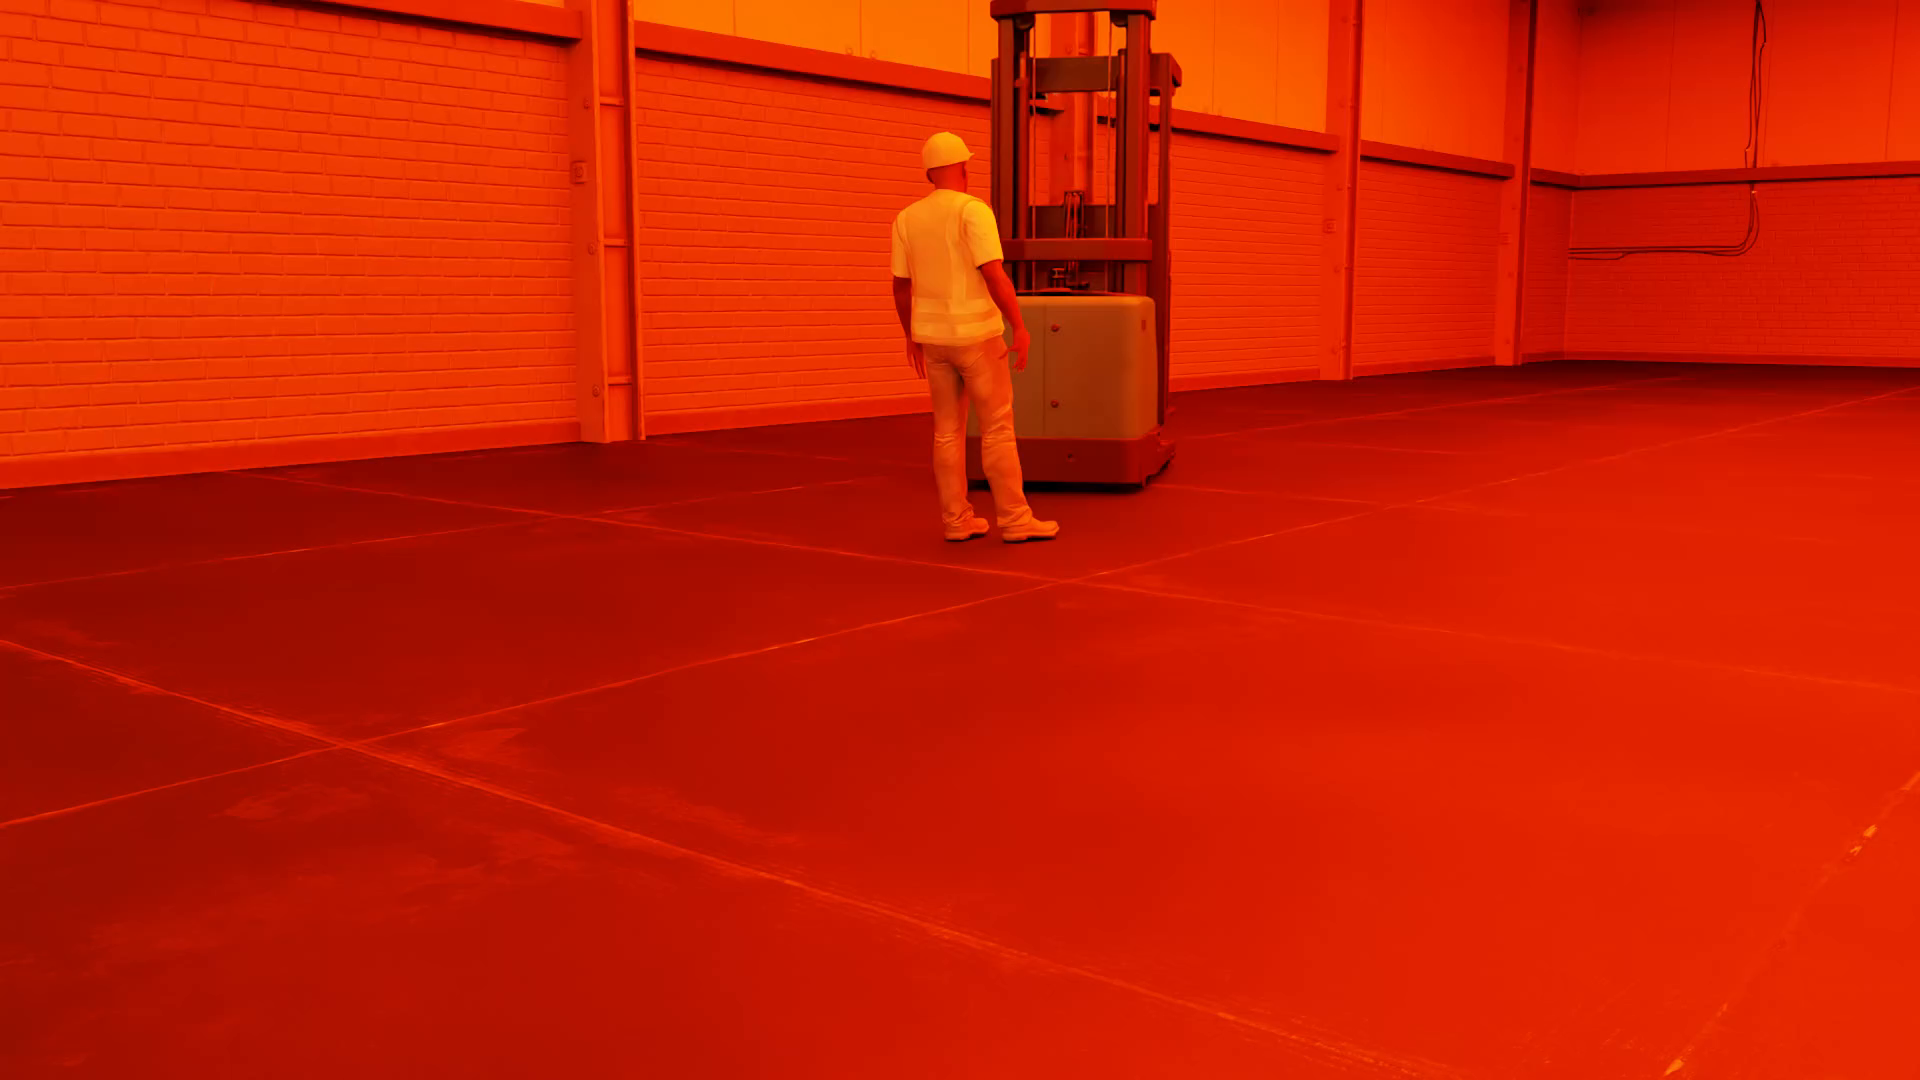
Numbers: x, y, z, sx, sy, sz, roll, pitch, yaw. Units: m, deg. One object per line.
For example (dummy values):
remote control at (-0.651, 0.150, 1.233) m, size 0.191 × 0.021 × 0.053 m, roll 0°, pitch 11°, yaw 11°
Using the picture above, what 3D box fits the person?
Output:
person at (0.049, -0.889, 7.326) m, size 0.665 × 1.768 × 0.575 m, roll 7°, pitch 11°, yaw 38°

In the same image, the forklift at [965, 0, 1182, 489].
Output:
forklift at (0.779, -1.911, 10.341) m, size 1.130 × 2.935 × 3.031 m, roll 2°, pitch 9°, yaw 12°
